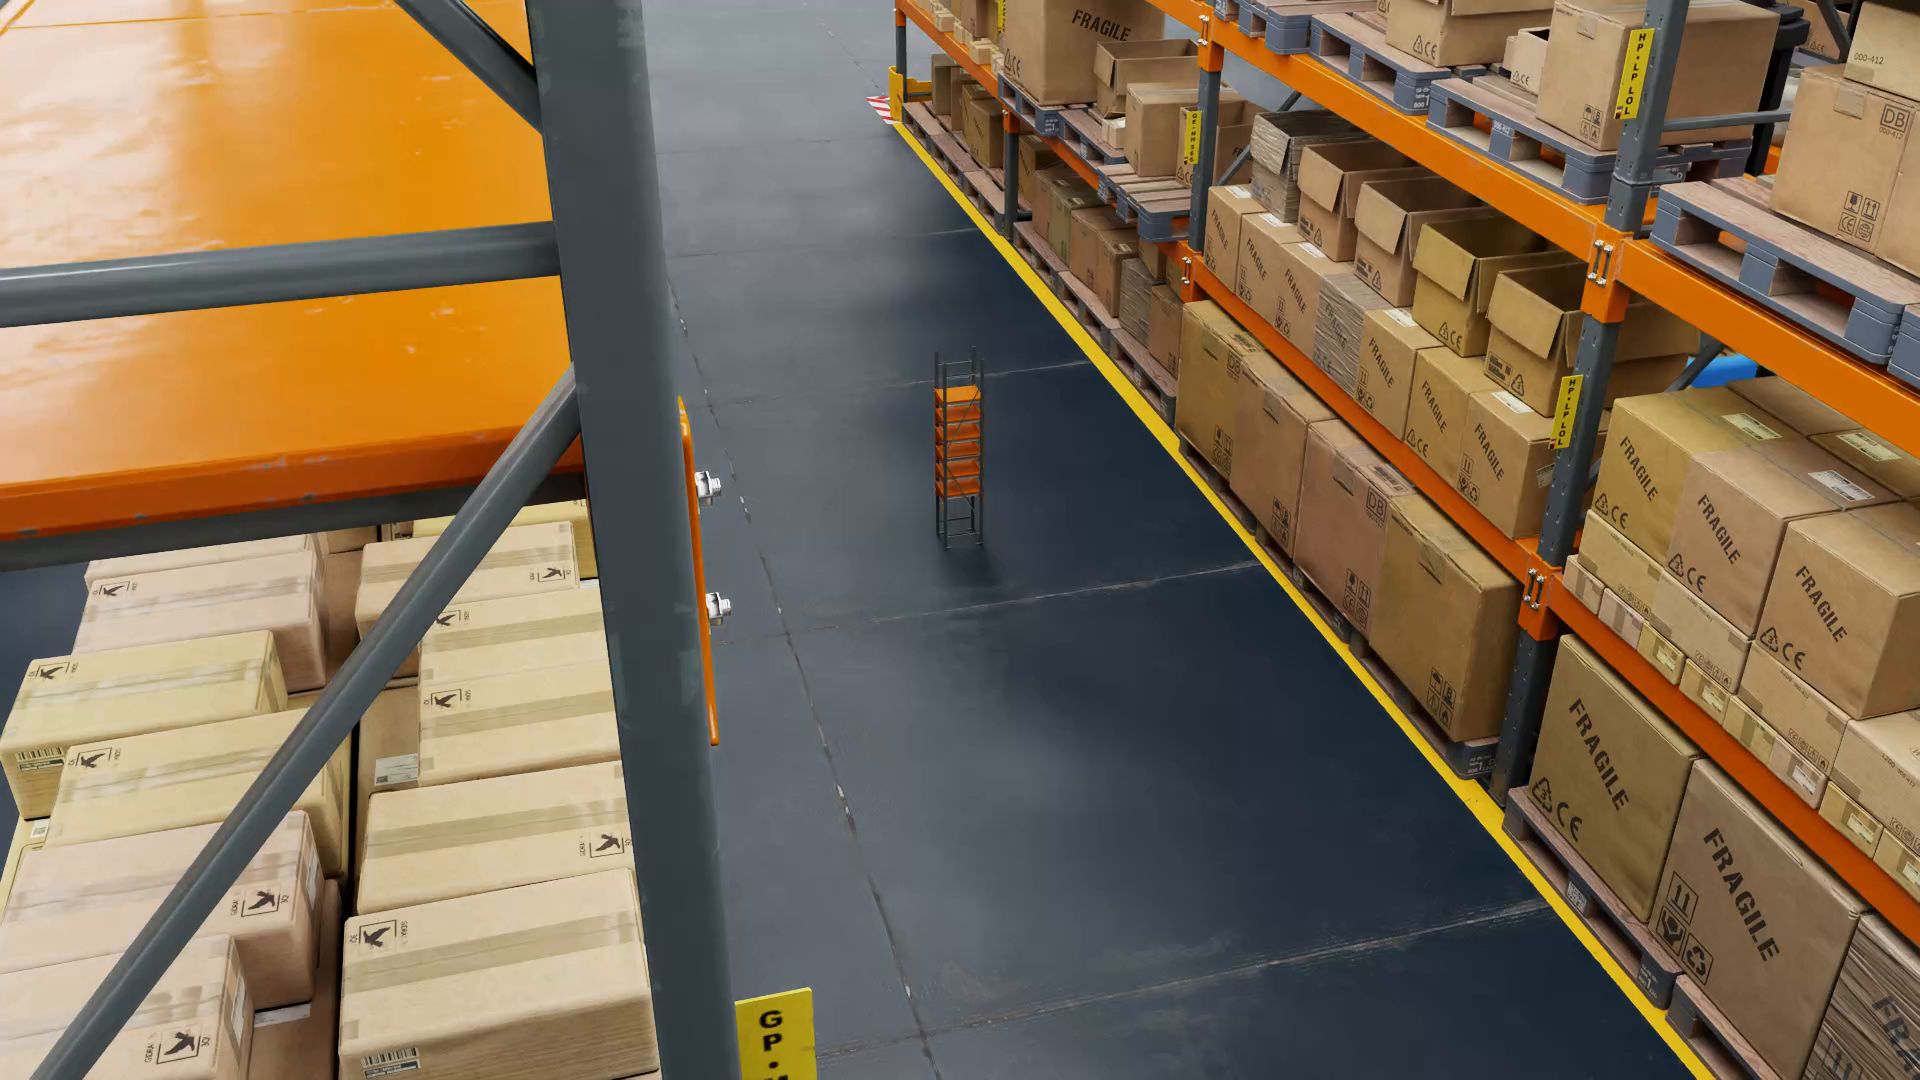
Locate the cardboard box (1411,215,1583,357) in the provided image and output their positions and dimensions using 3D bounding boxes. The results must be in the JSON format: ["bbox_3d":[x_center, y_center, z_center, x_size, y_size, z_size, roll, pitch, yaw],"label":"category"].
[{"bbox_3d":[2.657,-1.250,8.046,0.797,0.503,0.637,-8,31,-13],"label":"cardboard box"}]

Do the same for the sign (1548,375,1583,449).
[{"bbox_3d":[2.485,-0.522,6.812,0.100,0.325,0.005,-8,31,-13],"label":"sign"}]

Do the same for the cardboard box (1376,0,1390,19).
[{"bbox_3d":[2.489,-2.897,8.479,0.500,0.500,0.500,-6,31,-11],"label":"cardboard box"}]

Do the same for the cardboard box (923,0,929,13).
[{"bbox_3d":[-0.148,-5.286,16.370,0.380,0.149,0.250,-8,31,-13],"label":"cardboard box"}]

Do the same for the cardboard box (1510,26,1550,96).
[{"bbox_3d":[2.801,-2.116,7.317,0.500,0.311,0.500,-9,31,-15],"label":"cardboard box"}]

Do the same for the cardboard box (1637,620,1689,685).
[{"bbox_3d":[2.903,0.418,6.516,0.380,0.149,0.250,-7,31,-12],"label":"cardboard box"}]

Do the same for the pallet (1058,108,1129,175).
[{"bbox_3d":[1.379,-2.932,12.244,1.003,0.211,1.213,-8,31,-13],"label":"pallet"}]

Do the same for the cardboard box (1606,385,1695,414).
[{"bbox_3d":[3.124,-0.431,7.632,0.500,0.500,0.500,-8,31,-13],"label":"cardboard box"}]

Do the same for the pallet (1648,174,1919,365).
[{"bbox_3d":[3.212,-0.996,5.801,1.003,0.211,1.213,-8,31,-13],"label":"pallet"}]

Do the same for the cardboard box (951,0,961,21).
[{"bbox_3d":[0.401,-5.115,15.427,0.875,0.500,0.500,-8,31,-13],"label":"cardboard box"}]

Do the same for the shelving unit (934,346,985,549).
[{"bbox_3d":[-0.004,-0.526,9.693,0.258,1.200,0.189,-8,31,-13],"label":"shelving unit"}]

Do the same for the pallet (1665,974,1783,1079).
[{"bbox_3d":[3.459,2.043,6.242,1.003,0.211,1.213,-8,31,-13],"label":"pallet"}]

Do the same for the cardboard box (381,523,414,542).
[{"bbox_3d":[-1.006,-0.028,3.691,0.500,0.250,0.500,-9,31,-15],"label":"cardboard box"}]

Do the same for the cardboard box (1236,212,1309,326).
[{"bbox_3d":[1.949,-1.588,9.630,0.500,0.500,0.500,-9,31,-15],"label":"cardboard box"}]

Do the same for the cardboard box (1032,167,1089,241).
[{"bbox_3d":[1.024,-2.805,13.890,0.700,0.500,0.500,-10,32,-17],"label":"cardboard box"}]

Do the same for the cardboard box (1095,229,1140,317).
[{"bbox_3d":[1.430,-2.033,12.555,0.700,0.500,0.500,-5,30,-9],"label":"cardboard box"}]

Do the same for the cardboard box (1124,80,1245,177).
[{"bbox_3d":[1.517,-2.801,11.307,0.700,0.500,0.500,-3,30,-6],"label":"cardboard box"}]

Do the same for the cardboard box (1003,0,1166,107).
[{"bbox_3d":[0.958,-4.035,12.940,1.000,1.000,1.000,-8,31,-13],"label":"cardboard box"}]

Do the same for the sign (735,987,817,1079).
[{"bbox_3d":[-0.219,0.662,1.977,0.100,0.325,0.005,-8,31,-13],"label":"sign"}]

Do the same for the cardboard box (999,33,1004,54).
[{"bbox_3d":[0.822,-4.394,14.181,0.875,0.500,0.500,-8,31,-13],"label":"cardboard box"}]

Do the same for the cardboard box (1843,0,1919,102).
[{"bbox_3d":[3.249,-1.568,5.335,0.500,0.250,0.500,-10,31,-16],"label":"cardboard box"}]

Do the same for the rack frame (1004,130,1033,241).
[{"bbox_3d":[0.882,-3.996,13.891,1.000,3.000,0.127,-8,31,-13],"label":"rack frame"}]

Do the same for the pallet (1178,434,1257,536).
[{"bbox_3d":[2.080,-0.467,10.577,1.003,0.211,1.213,-8,31,-13],"label":"pallet"}]

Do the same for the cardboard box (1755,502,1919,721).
[{"bbox_3d":[3.152,0.234,5.686,0.500,0.500,0.500,-9,31,-15],"label":"cardboard box"}]

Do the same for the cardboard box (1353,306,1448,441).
[{"bbox_3d":[2.348,-0.857,8.367,0.500,0.500,0.500,-8,31,-14],"label":"cardboard box"}]

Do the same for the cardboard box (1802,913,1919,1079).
[{"bbox_3d":[3.578,1.799,5.580,0.875,0.875,0.875,-8,31,-13],"label":"cardboard box"}]

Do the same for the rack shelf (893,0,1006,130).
[{"bbox_3d":[0.351,-4.651,15.740,1.077,0.370,4.000,-8,31,-13],"label":"rack shelf"}]

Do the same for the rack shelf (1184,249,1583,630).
[{"bbox_3d":[2.474,-0.787,9.064,1.077,0.370,4.000,-8,31,-13],"label":"rack shelf"}]

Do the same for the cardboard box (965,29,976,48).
[{"bbox_3d":[0.257,-4.563,15.120,0.380,0.149,0.250,-8,31,-13],"label":"cardboard box"}]

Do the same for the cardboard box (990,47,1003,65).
[{"bbox_3d":[0.476,-4.203,14.499,0.380,0.149,0.250,-8,31,-13],"label":"cardboard box"}]

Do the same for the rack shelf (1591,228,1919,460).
[{"bbox_3d":[3.536,-0.153,4.975,1.077,0.370,4.000,-8,31,-13],"label":"rack shelf"}]

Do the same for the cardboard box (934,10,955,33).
[{"bbox_3d":[-0.029,-4.913,15.725,0.380,0.149,0.250,-8,31,-13],"label":"cardboard box"}]

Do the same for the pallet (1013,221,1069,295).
[{"bbox_3d":[1.090,-2.413,13.940,1.003,0.211,1.213,-8,31,-13],"label":"pallet"}]

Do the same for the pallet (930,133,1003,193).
[{"bbox_3d":[0.342,-3.699,16.162,1.003,0.211,1.213,-8,31,-13],"label":"pallet"}]

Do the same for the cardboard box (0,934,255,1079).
[{"bbox_3d":[-1.114,0.667,2.094,0.380,0.149,0.250,-8,31,-14],"label":"cardboard box"}]

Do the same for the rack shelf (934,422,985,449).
[{"bbox_3d":[-0.004,-0.592,9.655,0.258,0.103,0.180,-8,31,-13],"label":"rack shelf"}]

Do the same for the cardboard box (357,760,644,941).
[{"bbox_3d":[-0.659,0.476,2.423,0.380,0.149,0.250,-7,31,-11],"label":"cardboard box"}]

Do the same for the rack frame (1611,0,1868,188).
[{"bbox_3d":[3.005,-2.729,5.713,1.000,3.000,0.127,-8,31,-13],"label":"rack frame"}]

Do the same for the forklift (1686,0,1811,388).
[{"bbox_3d":[4.258,-2.129,10.734,1.130,2.935,3.031,-8,31,-14],"label":"forklift"}]

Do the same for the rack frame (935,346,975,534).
[{"bbox_3d":[-0.028,-0.570,9.769,0.240,1.200,0.006,-8,31,-13],"label":"rack frame"}]

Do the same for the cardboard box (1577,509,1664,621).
[{"bbox_3d":[2.877,0.066,6.726,0.500,0.250,0.500,-8,31,-14],"label":"cardboard box"}]

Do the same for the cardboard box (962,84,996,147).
[{"bbox_3d":[0.309,-4.135,16.207,0.500,0.500,0.500,-5,30,-9],"label":"cardboard box"}]

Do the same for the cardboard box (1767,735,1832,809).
[{"bbox_3d":[3.108,0.789,5.874,0.380,0.149,0.250,-7,31,-13],"label":"cardboard box"}]

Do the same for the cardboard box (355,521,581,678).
[{"bbox_3d":[-0.895,0.107,3.060,0.380,0.149,0.250,-7,31,-12],"label":"cardboard box"}]

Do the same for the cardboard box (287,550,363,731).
[{"bbox_3d":[-1.380,0.277,3.164,0.500,0.250,0.500,-7,31,-13],"label":"cardboard box"}]

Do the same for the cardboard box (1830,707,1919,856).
[{"bbox_3d":[3.271,0.795,5.466,0.500,0.250,0.500,-8,31,-13],"label":"cardboard box"}]

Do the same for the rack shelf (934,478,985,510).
[{"bbox_3d":[-0.004,-0.280,9.835,0.258,0.103,0.180,-8,31,-13],"label":"rack shelf"}]

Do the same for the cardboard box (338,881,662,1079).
[{"bbox_3d":[-0.611,0.709,2.418,0.500,0.250,0.500,-7,31,-12],"label":"cardboard box"}]

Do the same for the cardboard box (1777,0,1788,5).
[{"bbox_3d":[9.435,-6.030,18.982,0.500,0.500,0.500,-8,31,-13],"label":"cardboard box"}]

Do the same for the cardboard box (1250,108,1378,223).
[{"bbox_3d":[2.122,-2.186,9.663,0.797,0.503,0.637,-7,31,-12],"label":"cardboard box"}]

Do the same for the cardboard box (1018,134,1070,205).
[{"bbox_3d":[0.814,-3.295,14.755,0.500,0.500,0.500,-9,31,-15],"label":"cardboard box"}]

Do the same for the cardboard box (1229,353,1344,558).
[{"bbox_3d":[2.336,-0.559,9.654,1.225,0.875,0.875,-8,31,-13],"label":"cardboard box"}]

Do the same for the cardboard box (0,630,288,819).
[{"bbox_3d":[-1.328,0.297,2.731,0.380,0.149,0.250,-7,31,-12],"label":"cardboard box"}]
